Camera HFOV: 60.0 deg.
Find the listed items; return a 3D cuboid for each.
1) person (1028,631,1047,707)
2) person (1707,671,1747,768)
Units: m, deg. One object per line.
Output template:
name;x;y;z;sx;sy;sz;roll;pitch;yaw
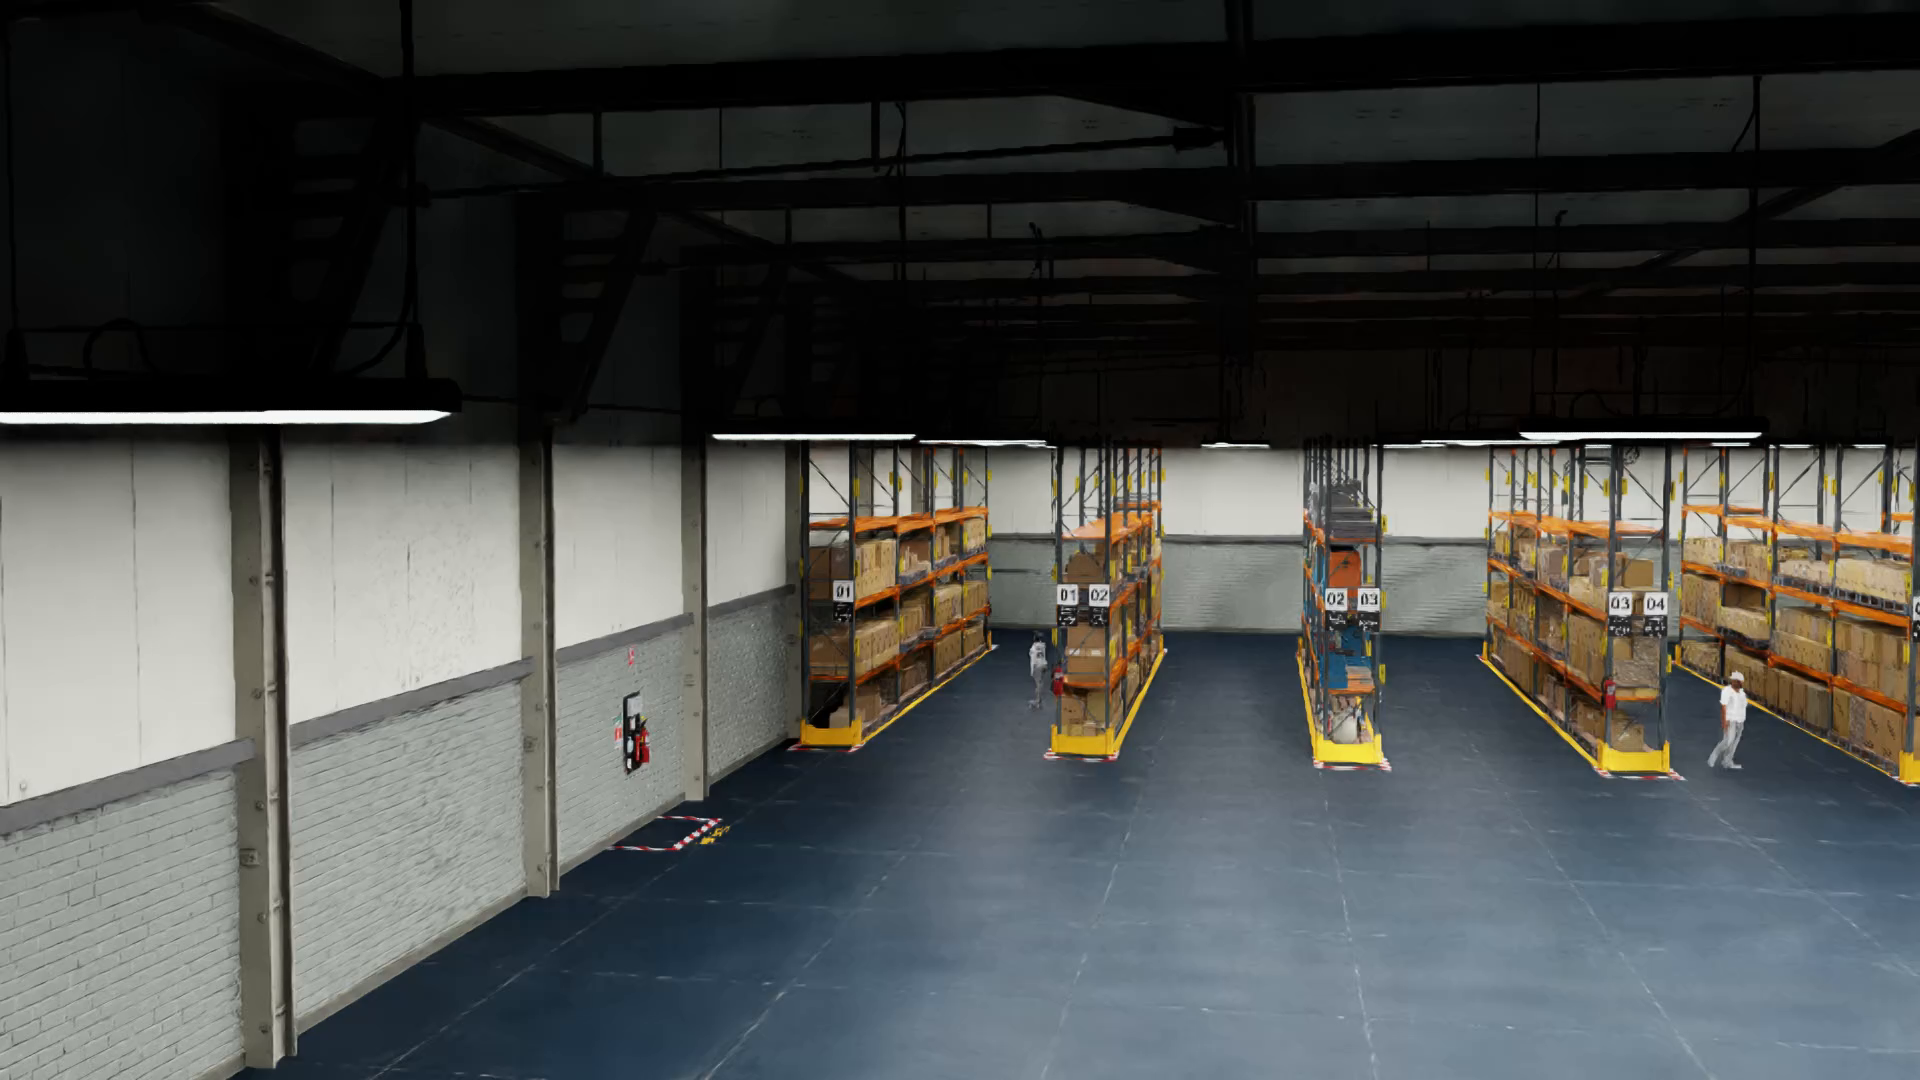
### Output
person;1.707;2.866;37.156;0.458;1.677;0.525;3;4;39
person;13.776;3.221;29.820;0.723;1.757;0.526;-2;4;-31
